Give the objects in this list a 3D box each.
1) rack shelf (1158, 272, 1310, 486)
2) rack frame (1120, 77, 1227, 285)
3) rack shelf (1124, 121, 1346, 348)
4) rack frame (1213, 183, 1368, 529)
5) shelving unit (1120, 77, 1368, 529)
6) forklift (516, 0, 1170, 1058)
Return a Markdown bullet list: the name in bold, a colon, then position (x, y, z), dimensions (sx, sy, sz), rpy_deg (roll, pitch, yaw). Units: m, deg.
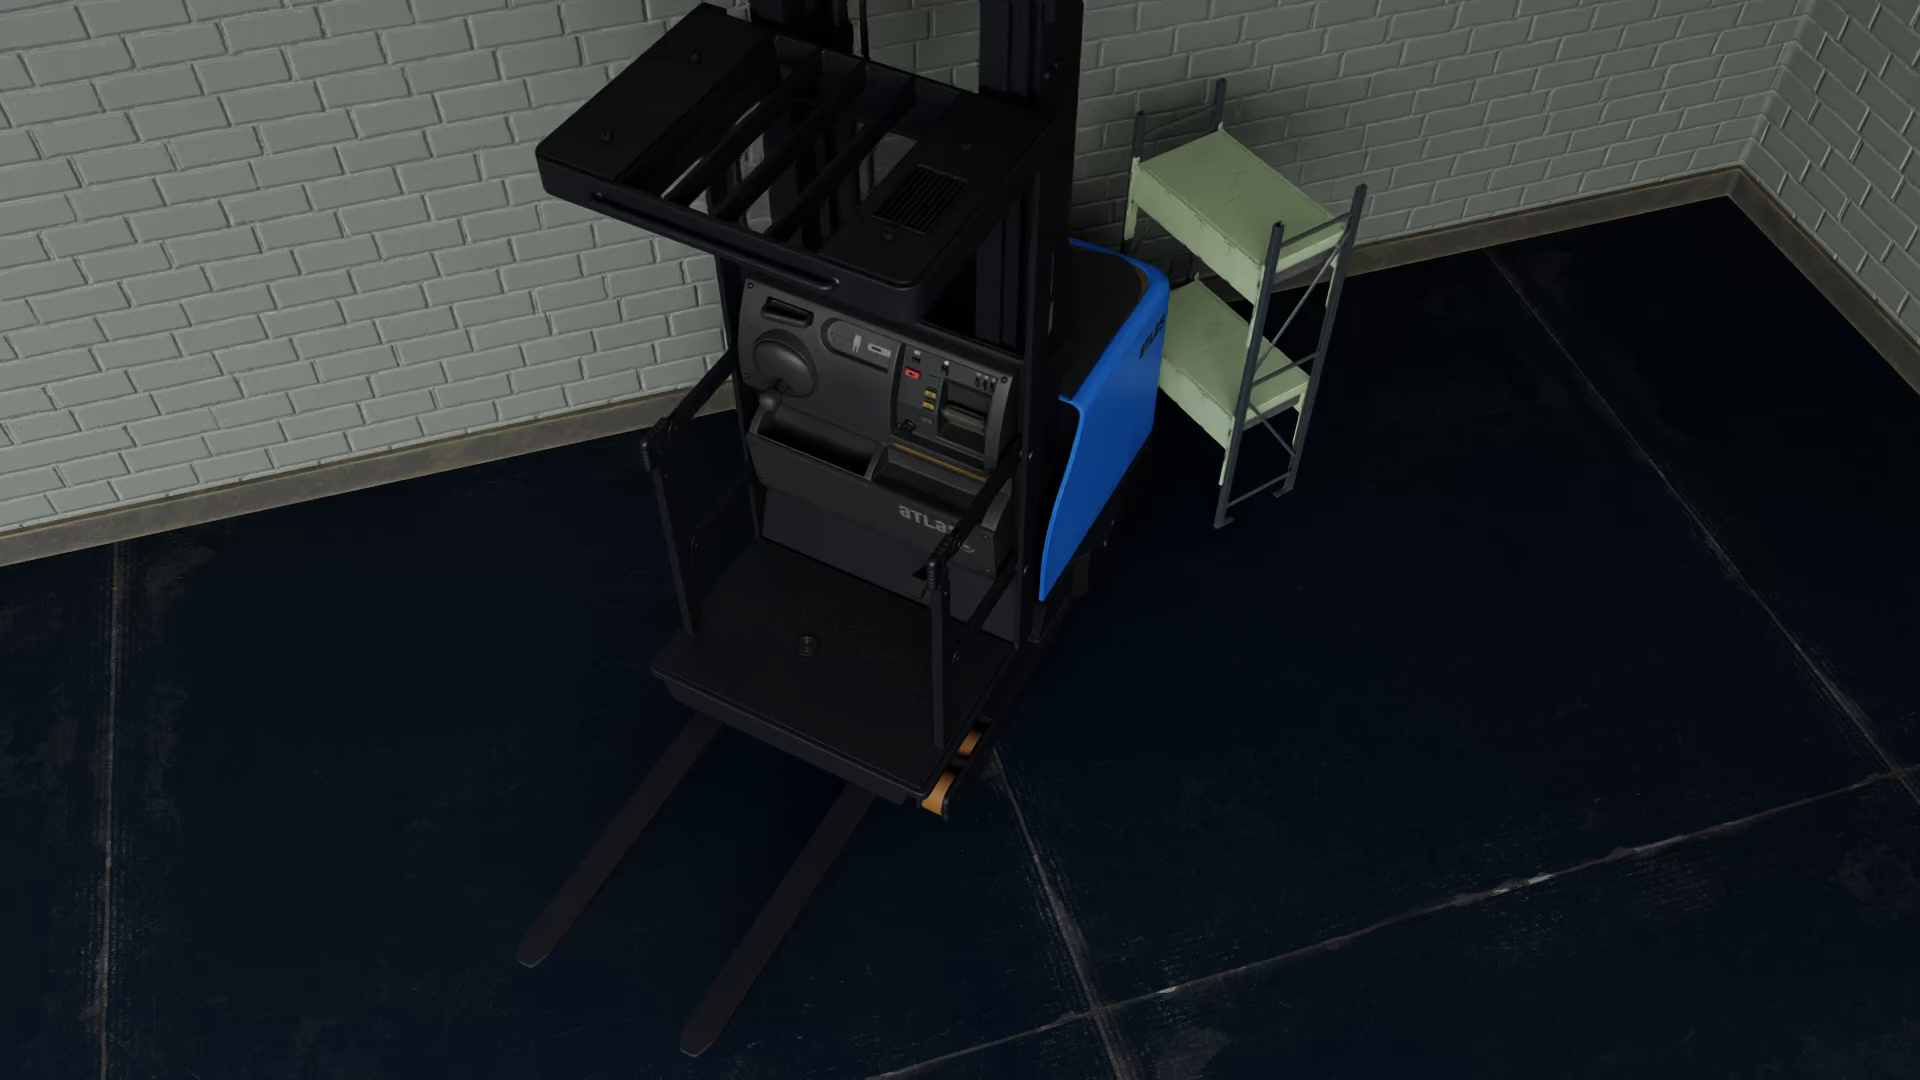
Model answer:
- **rack shelf**: position (0.975, -0.640, 6.519), dimensions (0.431, 0.370, 0.720), rpy_deg (-27, 55, -22)
- **rack frame**: position (0.776, -1.085, 6.468), dimensions (0.400, 1.500, 0.023), rpy_deg (-27, 55, -22)
- **rack shelf**: position (0.986, -1.107, 5.976), dimensions (0.431, 0.370, 0.720), rpy_deg (-27, 55, -22)
- **rack frame**: position (1.184, -0.620, 6.076), dimensions (0.400, 1.500, 0.023), rpy_deg (-27, 55, -22)
- **shelving unit**: position (0.980, -0.853, 6.272), dimensions (0.431, 1.500, 0.755), rpy_deg (-27, 55, -22)
- **forklift**: position (-0.369, -0.400, 4.960), dimensions (1.130, 2.935, 3.031), rpy_deg (22, 53, 18)
